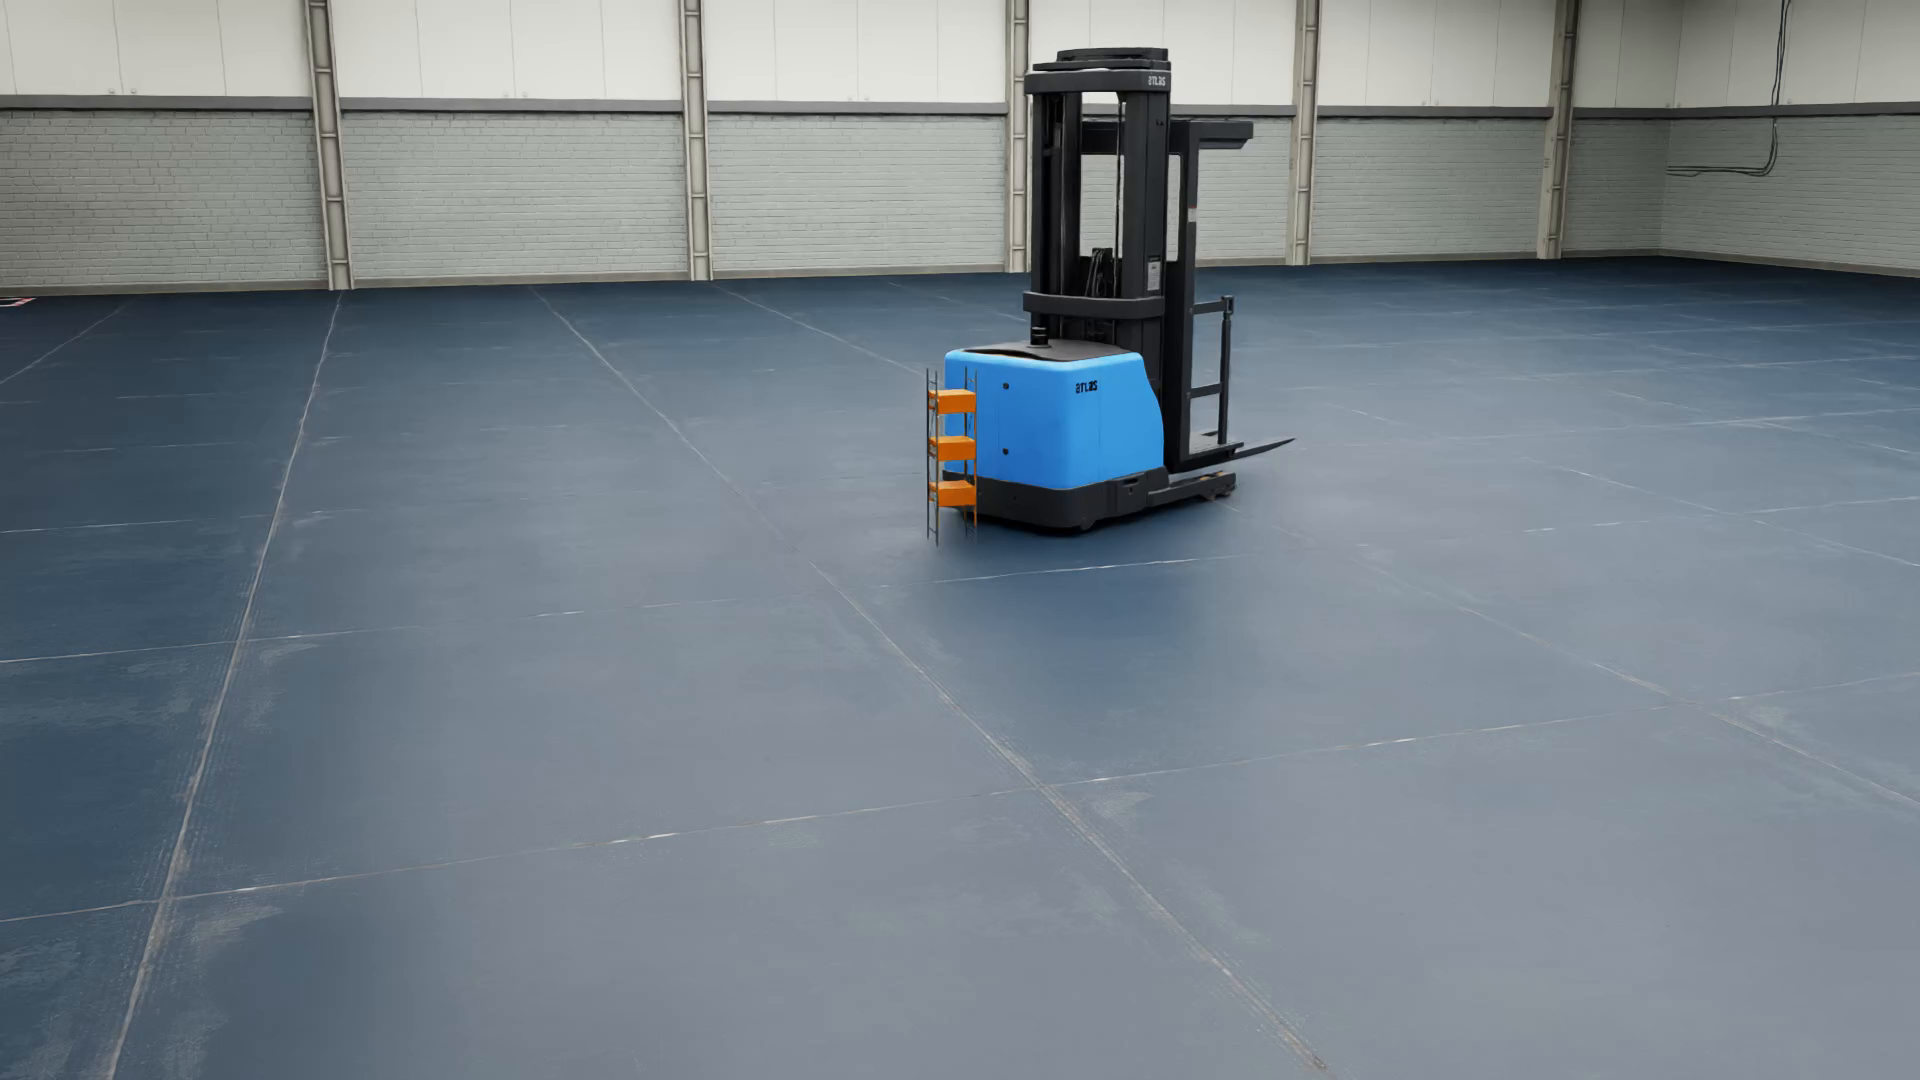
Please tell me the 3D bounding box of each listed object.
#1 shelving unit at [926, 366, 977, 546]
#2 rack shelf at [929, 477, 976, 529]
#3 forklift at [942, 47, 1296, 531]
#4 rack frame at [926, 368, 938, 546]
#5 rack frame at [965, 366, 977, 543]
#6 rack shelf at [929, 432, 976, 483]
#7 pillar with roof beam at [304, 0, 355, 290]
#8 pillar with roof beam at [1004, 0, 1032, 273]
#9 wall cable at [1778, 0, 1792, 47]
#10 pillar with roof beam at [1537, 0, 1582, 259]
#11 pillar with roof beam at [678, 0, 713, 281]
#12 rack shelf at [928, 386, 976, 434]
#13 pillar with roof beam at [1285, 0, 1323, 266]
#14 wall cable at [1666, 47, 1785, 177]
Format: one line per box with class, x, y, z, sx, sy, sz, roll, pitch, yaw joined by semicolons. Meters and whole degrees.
shelving unit;-0.051;-0.507;10.005;0.252;1.050;0.215;-4;14;-18
rack shelf;-0.051;-0.226;10.071;0.240;0.259;0.215;-4;14;-18
forklift;1.243;-1.760;11.209;1.130;2.935;3.031;12;18;40
rack frame;-0.166;-0.498;9.967;0.008;1.050;0.200;-4;14;-18
rack frame;0.065;-0.516;10.043;0.008;1.050;0.200;-4;14;-18
rack shelf;-0.051;-0.497;10.007;0.240;0.259;0.215;-4;14;-18
pillar with roof beam;-8.929;-7.617;22.718;0.400;9.000;9.100;-4;14;-18
pillar with roof beam;2.444;-8.502;26.442;0.400;9.000;9.100;-4;14;-18
wall cable;16.521;-10.613;31.110;0.112;2.526;3.097;-4;14;-18
pillar with roof beam;13.817;-9.388;30.165;0.400;9.000;9.100;-4;14;-18
pillar with roof beam;-3.243;-8.060;24.580;0.400;9.000;9.100;-4;14;-18
rack shelf;-0.051;-0.773;9.941;0.240;0.259;0.215;-4;14;-18
pillar with roof beam;8.131;-8.945;28.303;0.400;9.000;9.100;-4;14;-18
wall cable;15.658;-8.749;34.189;0.112;2.526;3.097;-4;14;-18
